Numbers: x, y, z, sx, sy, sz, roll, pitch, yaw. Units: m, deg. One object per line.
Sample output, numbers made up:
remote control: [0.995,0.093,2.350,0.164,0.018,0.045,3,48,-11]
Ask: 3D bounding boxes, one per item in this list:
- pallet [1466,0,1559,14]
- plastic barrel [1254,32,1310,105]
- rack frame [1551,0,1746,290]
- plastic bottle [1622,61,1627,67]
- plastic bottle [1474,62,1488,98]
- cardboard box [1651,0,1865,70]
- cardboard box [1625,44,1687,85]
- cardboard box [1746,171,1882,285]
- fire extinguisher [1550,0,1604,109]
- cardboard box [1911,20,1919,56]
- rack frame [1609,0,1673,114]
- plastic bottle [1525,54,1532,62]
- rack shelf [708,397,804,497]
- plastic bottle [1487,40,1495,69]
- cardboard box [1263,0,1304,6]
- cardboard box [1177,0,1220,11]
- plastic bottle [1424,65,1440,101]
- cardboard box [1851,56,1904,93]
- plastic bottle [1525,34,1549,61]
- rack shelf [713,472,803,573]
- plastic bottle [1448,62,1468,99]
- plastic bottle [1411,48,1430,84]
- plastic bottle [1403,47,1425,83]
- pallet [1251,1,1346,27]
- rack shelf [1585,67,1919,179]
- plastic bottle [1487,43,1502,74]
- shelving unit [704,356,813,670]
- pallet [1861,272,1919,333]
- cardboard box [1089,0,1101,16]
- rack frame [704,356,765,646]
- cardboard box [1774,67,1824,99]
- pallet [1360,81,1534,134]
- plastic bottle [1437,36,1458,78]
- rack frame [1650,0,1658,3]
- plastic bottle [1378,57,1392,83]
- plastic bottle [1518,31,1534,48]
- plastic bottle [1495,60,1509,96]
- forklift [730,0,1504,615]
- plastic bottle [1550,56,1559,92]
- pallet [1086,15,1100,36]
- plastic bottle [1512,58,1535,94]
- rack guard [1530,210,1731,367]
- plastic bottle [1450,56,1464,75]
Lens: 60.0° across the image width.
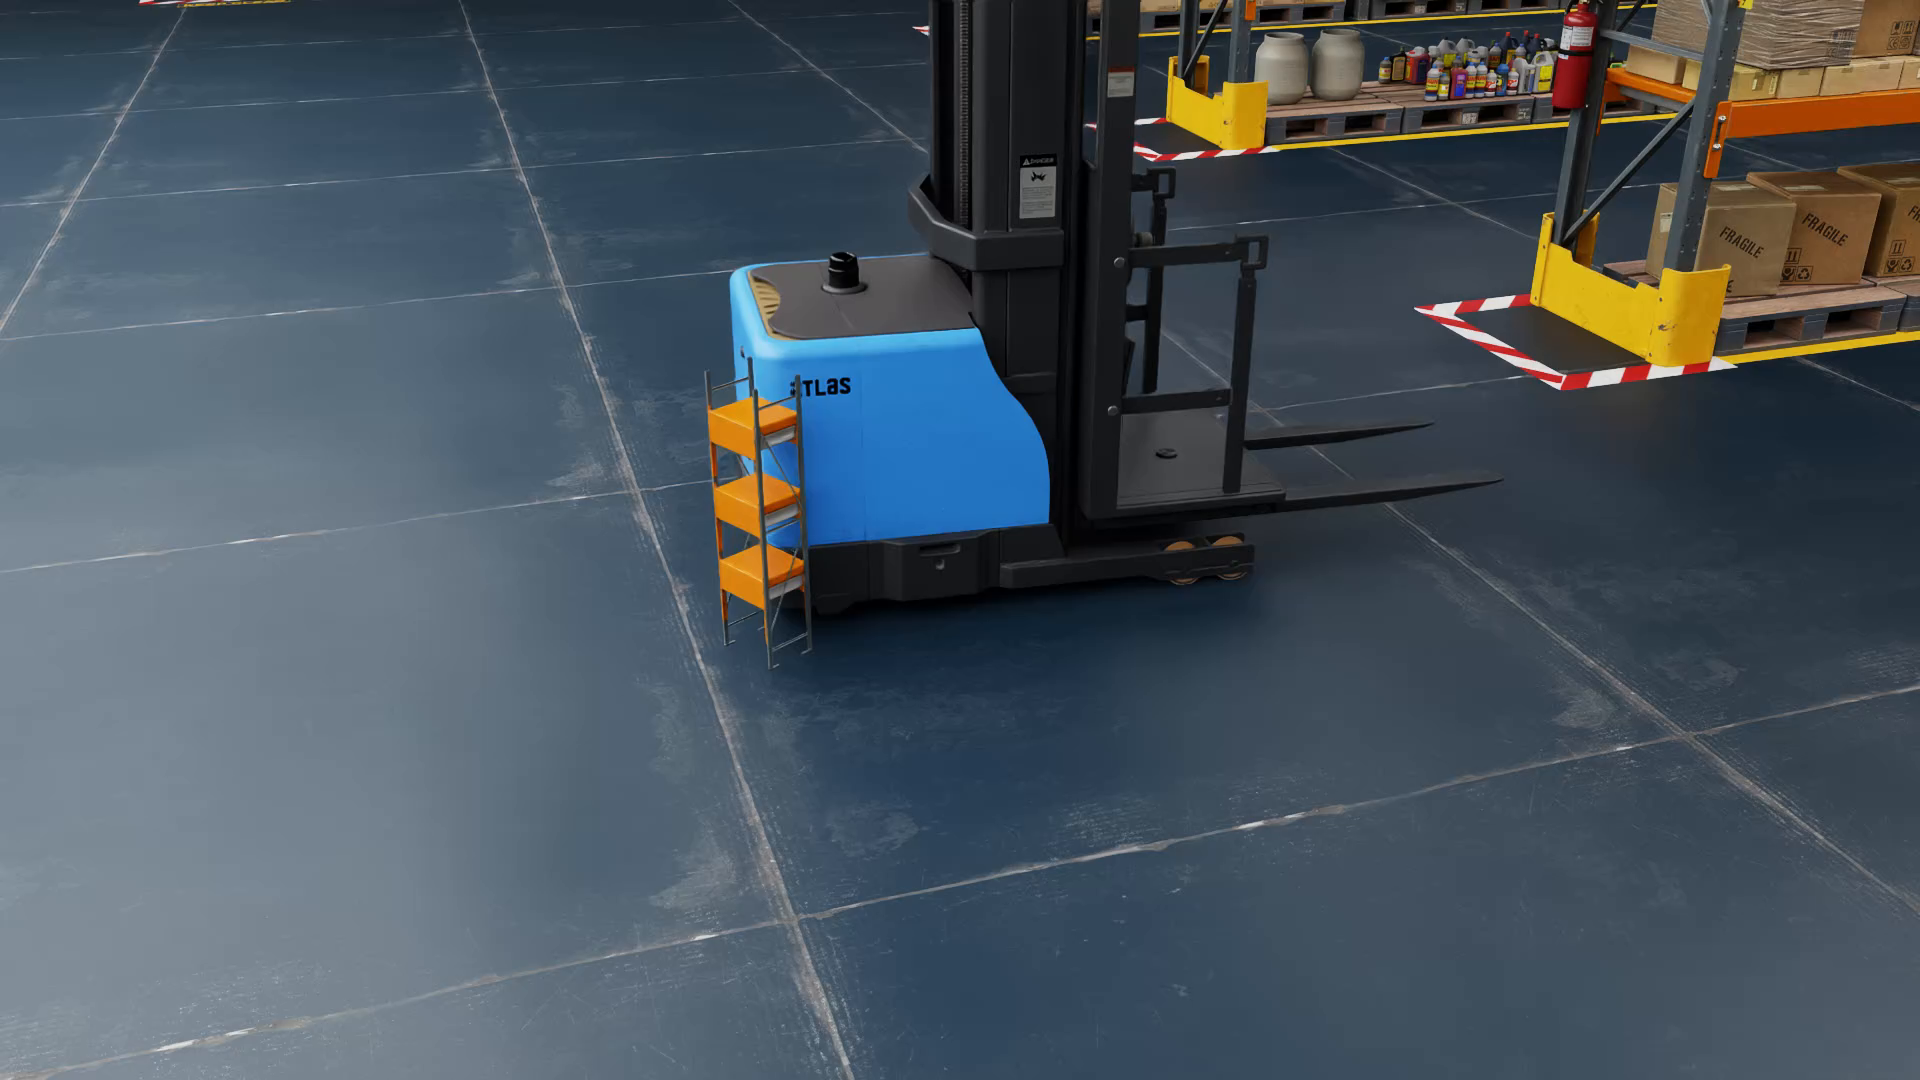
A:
pallet: [6.095,-6.261,19.124,1.213,0.211,1.003,-8,28,-16]
plastic barrel: [2.573,-3.774,13.303,0.421,0.512,0.421,0,26,0]
rack frame: [3.505,-2.483,8.378,0.127,3.000,1.000,-8,28,-16]
plastic bottle: [5.526,-3.890,13.864,0.097,0.201,0.097,0,26,0]
plastic bottle: [4.213,-3.731,13.465,0.097,0.271,0.097,0,26,0]
cardboard box: [4.036,-2.725,8.418,0.500,0.500,0.875,-8,28,-16]
cardboard box: [3.712,-2.497,8.688,0.250,0.149,0.380,-8,28,-16]
cardboard box: [4.662,-1.727,9.194,0.500,0.500,0.500,-1,26,-3]
fire extinguisher: [3.253,-2.627,8.756,0.183,0.674,0.296,-8,28,-16]
cardboard box: [4.963,-2.895,8.761,0.500,0.500,0.875,-8,28,-16]
rack frame: [5.775,-5.128,13.705,0.127,3.000,1.000,-8,28,-16]
plastic bottle: [4.706,-3.866,13.725,0.133,0.283,0.061,-8,28,-16]
rack shelf: [-0.688,-0.328,5.616,0.240,0.259,0.215,23,34,38]
plastic bottle: [4.529,-4.141,14.278,0.133,0.283,0.061,-7,27,-14]
cardboard box: [3.392,-5.958,17.998,0.500,0.250,0.500,-8,28,-16]
cardboard box: [2.446,-5.814,17.707,0.500,0.250,0.500,-8,28,-16]
plastic bottle: [3.792,-3.670,13.342,0.097,0.271,0.097,0,26,0]
cardboard box: [4.567,-2.406,8.506,0.250,0.149,0.380,-8,28,-16]
plastic bottle: [4.923,-4.142,14.203,0.185,0.351,0.144,-8,28,-16]
rack shelf: [-0.688,-0.074,5.742,0.240,0.259,0.215,23,34,38]
plastic bottle: [4.012,-3.699,13.387,0.133,0.283,0.061,-8,27,-15]
plastic bottle: [3.863,-3.974,13.941,0.133,0.283,0.061,-8,28,-16]
plastic bottle: [3.830,-4.015,14.033,0.135,0.276,0.152,-8,28,-16]
pallet: [3.475,-5.882,18.360,1.213,0.211,1.003,-8,28,-16]
rack shelf: [5.407,-2.436,9.092,4.000,0.370,1.077,-8,28,-16]
plastic bottle: [4.571,-4.105,14.219,0.097,0.271,0.097,0,26,0]
shelving unit: [-0.688,-0.083,5.737,0.252,1.050,0.215,23,34,38]
pallet: [5.519,-1.507,9.549,1.213,0.211,1.003,-8,28,-16]
cardboard box: [1.494,-5.678,17.435,0.500,0.250,0.500,-8,28,-16]
rack frame: [-0.776,-0.121,5.813,0.008,1.050,0.200,23,34,38]
cardboard box: [4.093,-2.335,8.362,0.250,0.149,0.380,-8,28,-16]
pallet: [3.961,-3.634,13.833,1.213,0.211,1.003,-8,28,-16]
plastic bottle: [4.118,-4.092,14.104,0.185,0.351,0.144,-7,27,-14]
rack frame: [8.048,-7.773,19.034,0.127,3.000,1.000,-8,28,-16]
plastic bottle: [3.582,-3.959,14.003,0.097,0.201,0.097,0,26,0]
plastic bottle: [4.878,-4.203,14.326,0.185,0.351,0.144,-7,27,-15]
plastic bottle: [4.405,-3.759,13.521,0.097,0.271,0.097,0,26,0]
forklift: [0.663,-1.362,6.197,3.031,2.935,1.130,-6,27,-11]
plastic bottle: [4.927,-3.831,13.654,0.133,0.283,0.061,-6,27,-13]
pallet: [1.155,-5.546,17.683,1.213,0.211,1.003,-8,28,-16]
plastic bottle: [4.606,-3.803,13.605,0.135,0.276,0.152,-8,27,-15]
rack guard: [3.577,-1.374,8.955,0.348,0.500,1.175,-8,28,-16]
plastic bottle: [4.197,-3.980,14.047,0.097,0.201,0.097,0,26,0]
